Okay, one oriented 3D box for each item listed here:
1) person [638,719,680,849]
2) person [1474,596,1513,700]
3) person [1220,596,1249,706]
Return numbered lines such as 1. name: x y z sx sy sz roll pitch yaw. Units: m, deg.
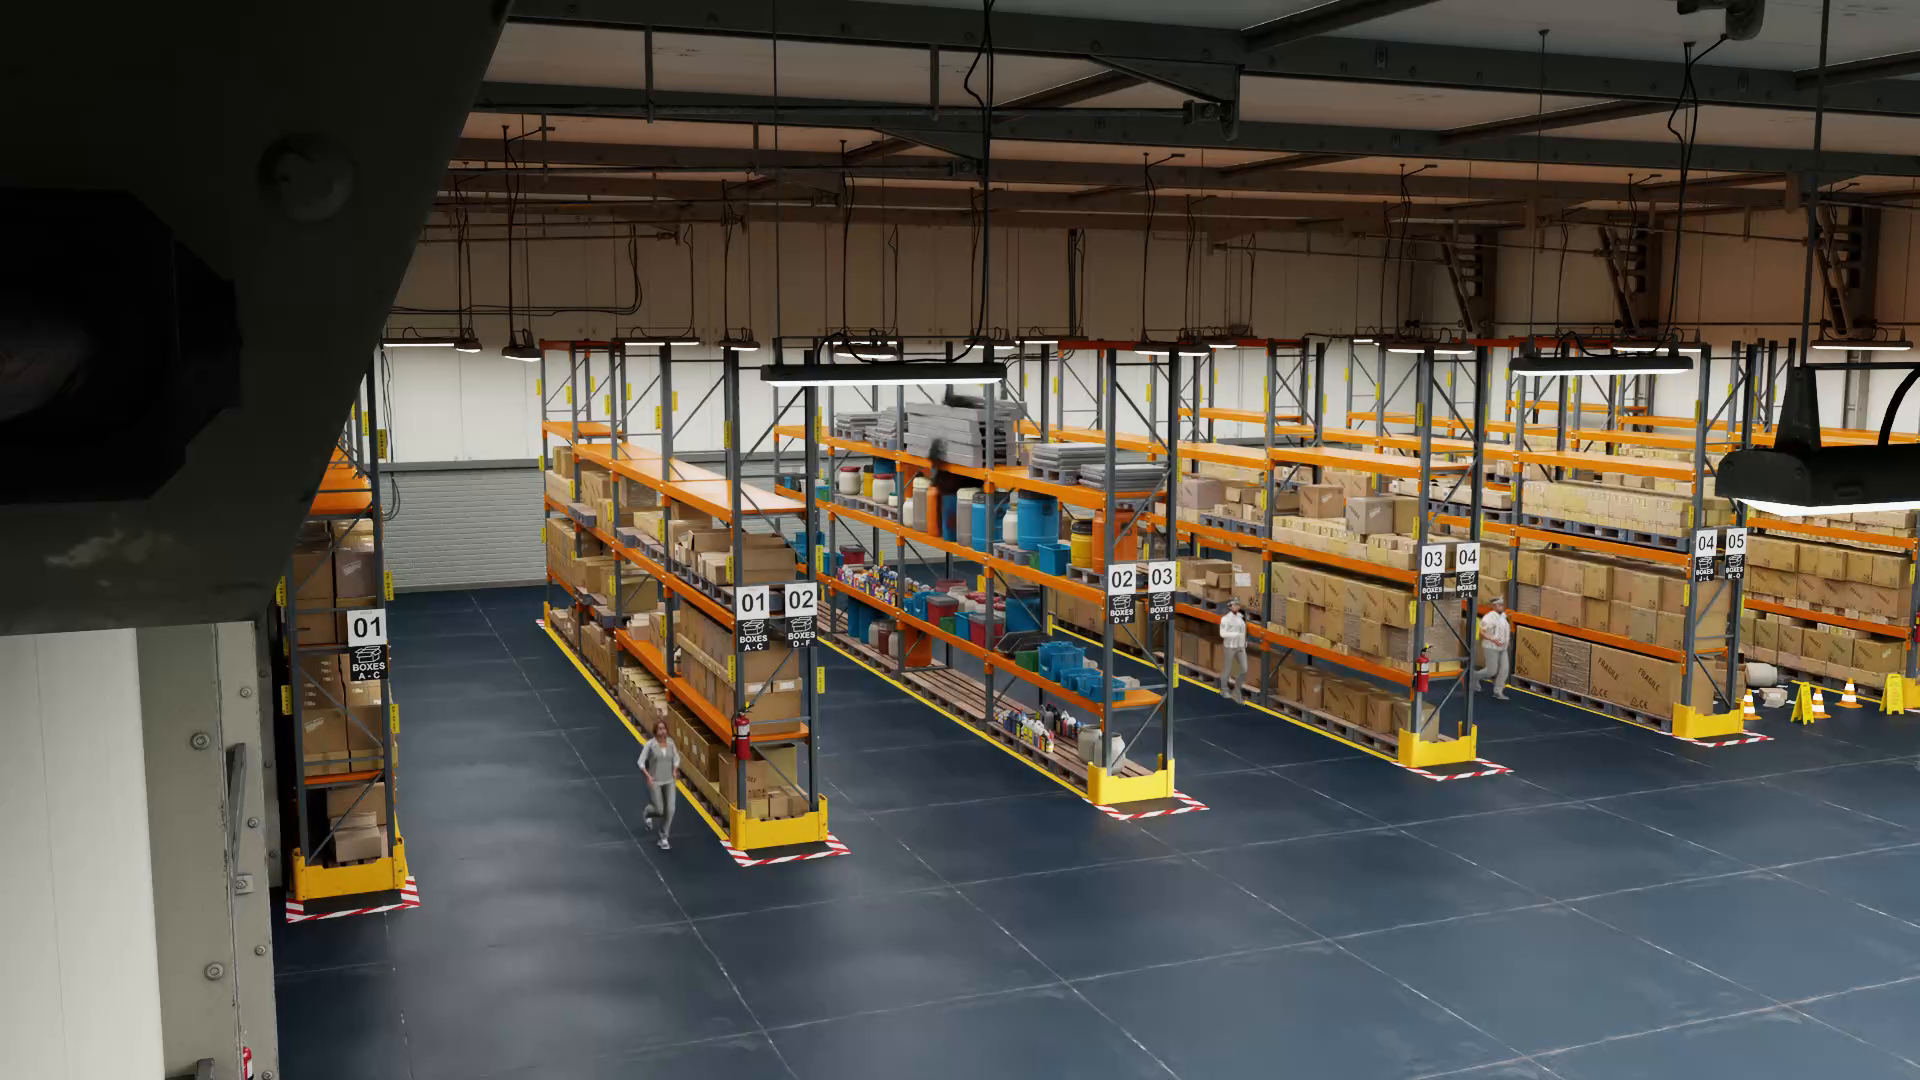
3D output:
1. person: -3.639 2.948 20.243 0.529 1.548 0.587 -4 9 -30
2. person: 9.045 1.800 28.181 0.660 1.755 0.772 -4 9 -31
3. person: 4.421 1.773 26.598 0.593 1.772 0.637 -3 8 -25
